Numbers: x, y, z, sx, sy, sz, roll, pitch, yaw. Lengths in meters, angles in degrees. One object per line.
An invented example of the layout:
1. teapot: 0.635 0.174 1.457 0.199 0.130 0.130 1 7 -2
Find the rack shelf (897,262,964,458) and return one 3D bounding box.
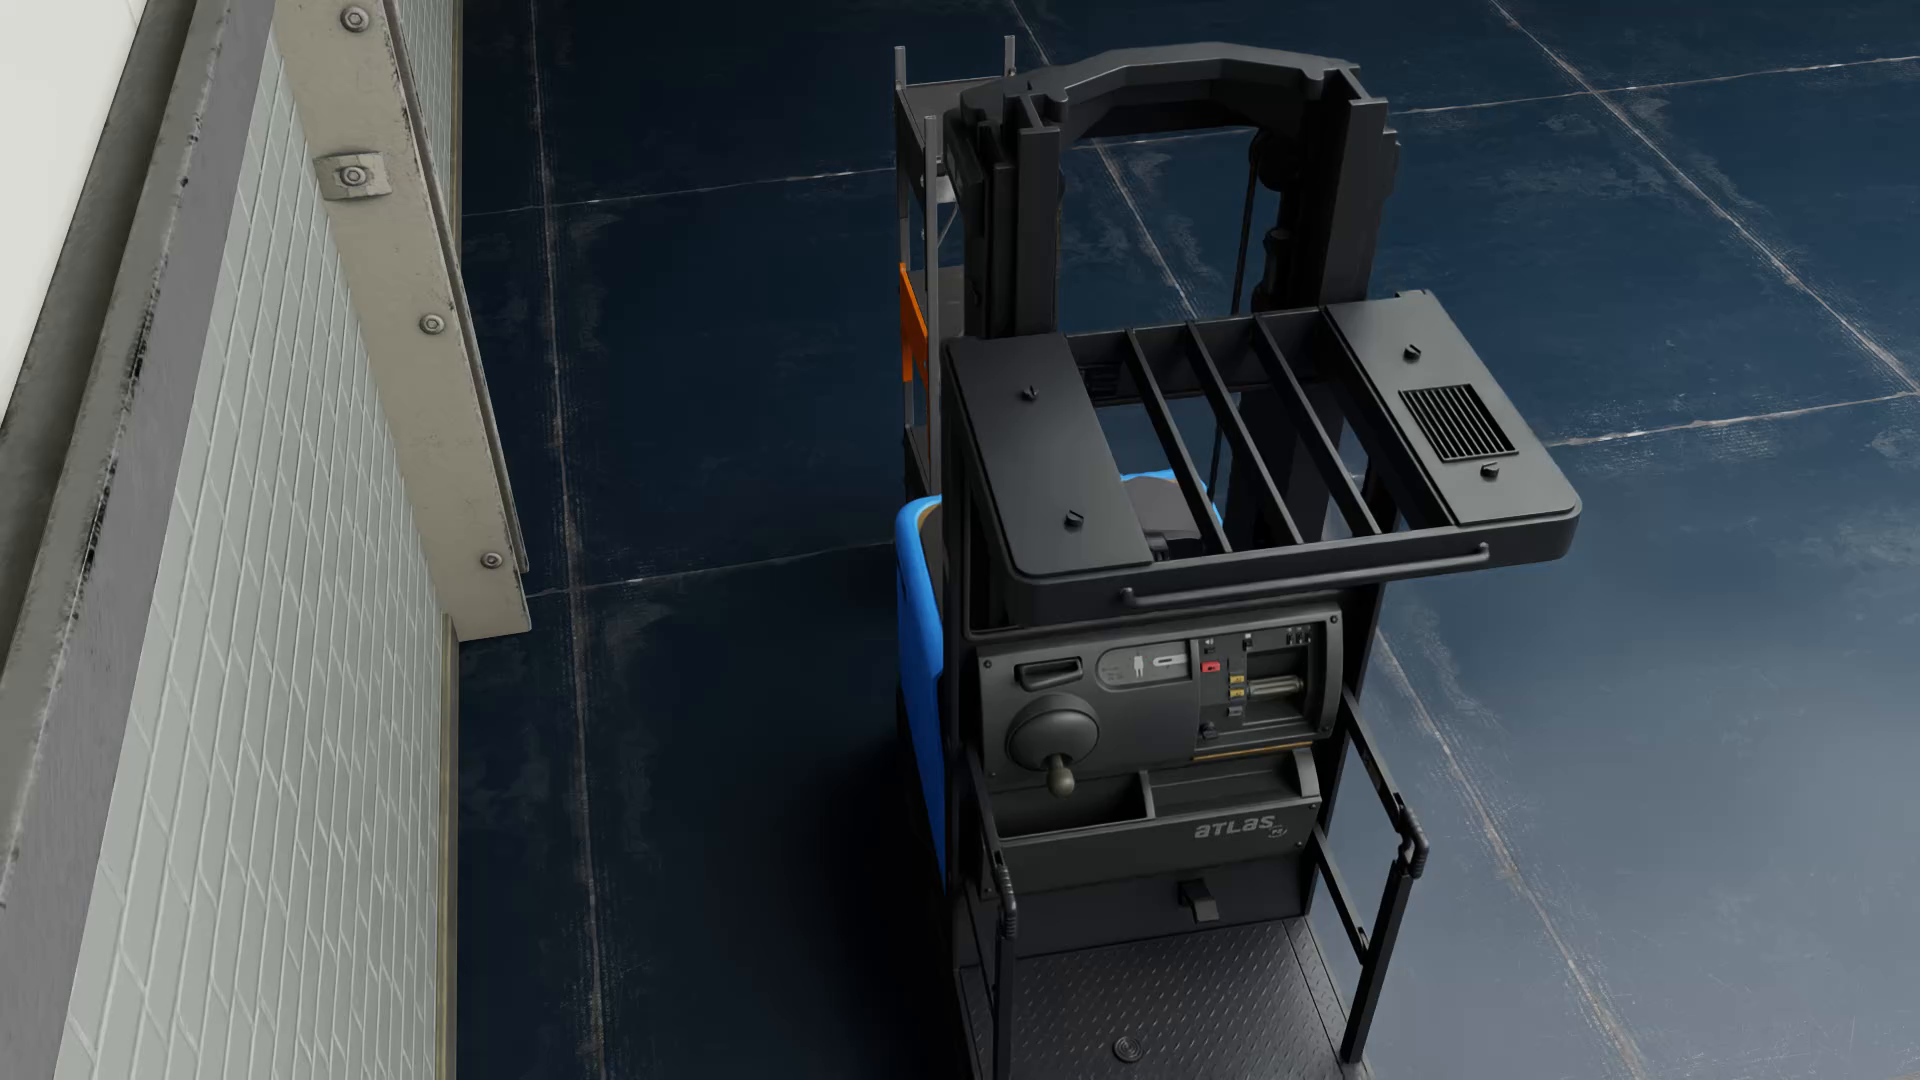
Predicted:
1. rack shelf: 0.036 -0.668 5.941 0.431 0.518 0.480 -8 42 -9

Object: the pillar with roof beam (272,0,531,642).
1. pillar with roof beam: 2.370 -3.742 4.186 9.100 9.000 0.400 -8 42 -9

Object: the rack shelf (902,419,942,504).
1. rack shelf: 0.036 -0.144 6.406 0.431 0.518 0.480 -8 42 -9

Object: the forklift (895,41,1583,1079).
1. forklift: 0.546 0.483 3.998 1.130 2.935 3.031 -7 42 -8

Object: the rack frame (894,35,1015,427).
1. rack frame: -0.017 -0.836 6.110 0.400 2.100 0.015 -8 42 -9

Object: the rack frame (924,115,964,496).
1. rack frame: 0.088 -0.520 5.754 0.400 2.100 0.015 -8 42 -9

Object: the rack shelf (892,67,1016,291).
1. rack shelf: 0.036 -1.191 5.476 0.431 0.518 0.480 -8 42 -9

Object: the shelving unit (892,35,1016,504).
1. shelving unit: 0.036 -0.678 5.932 0.431 2.100 0.503 -8 42 -9
